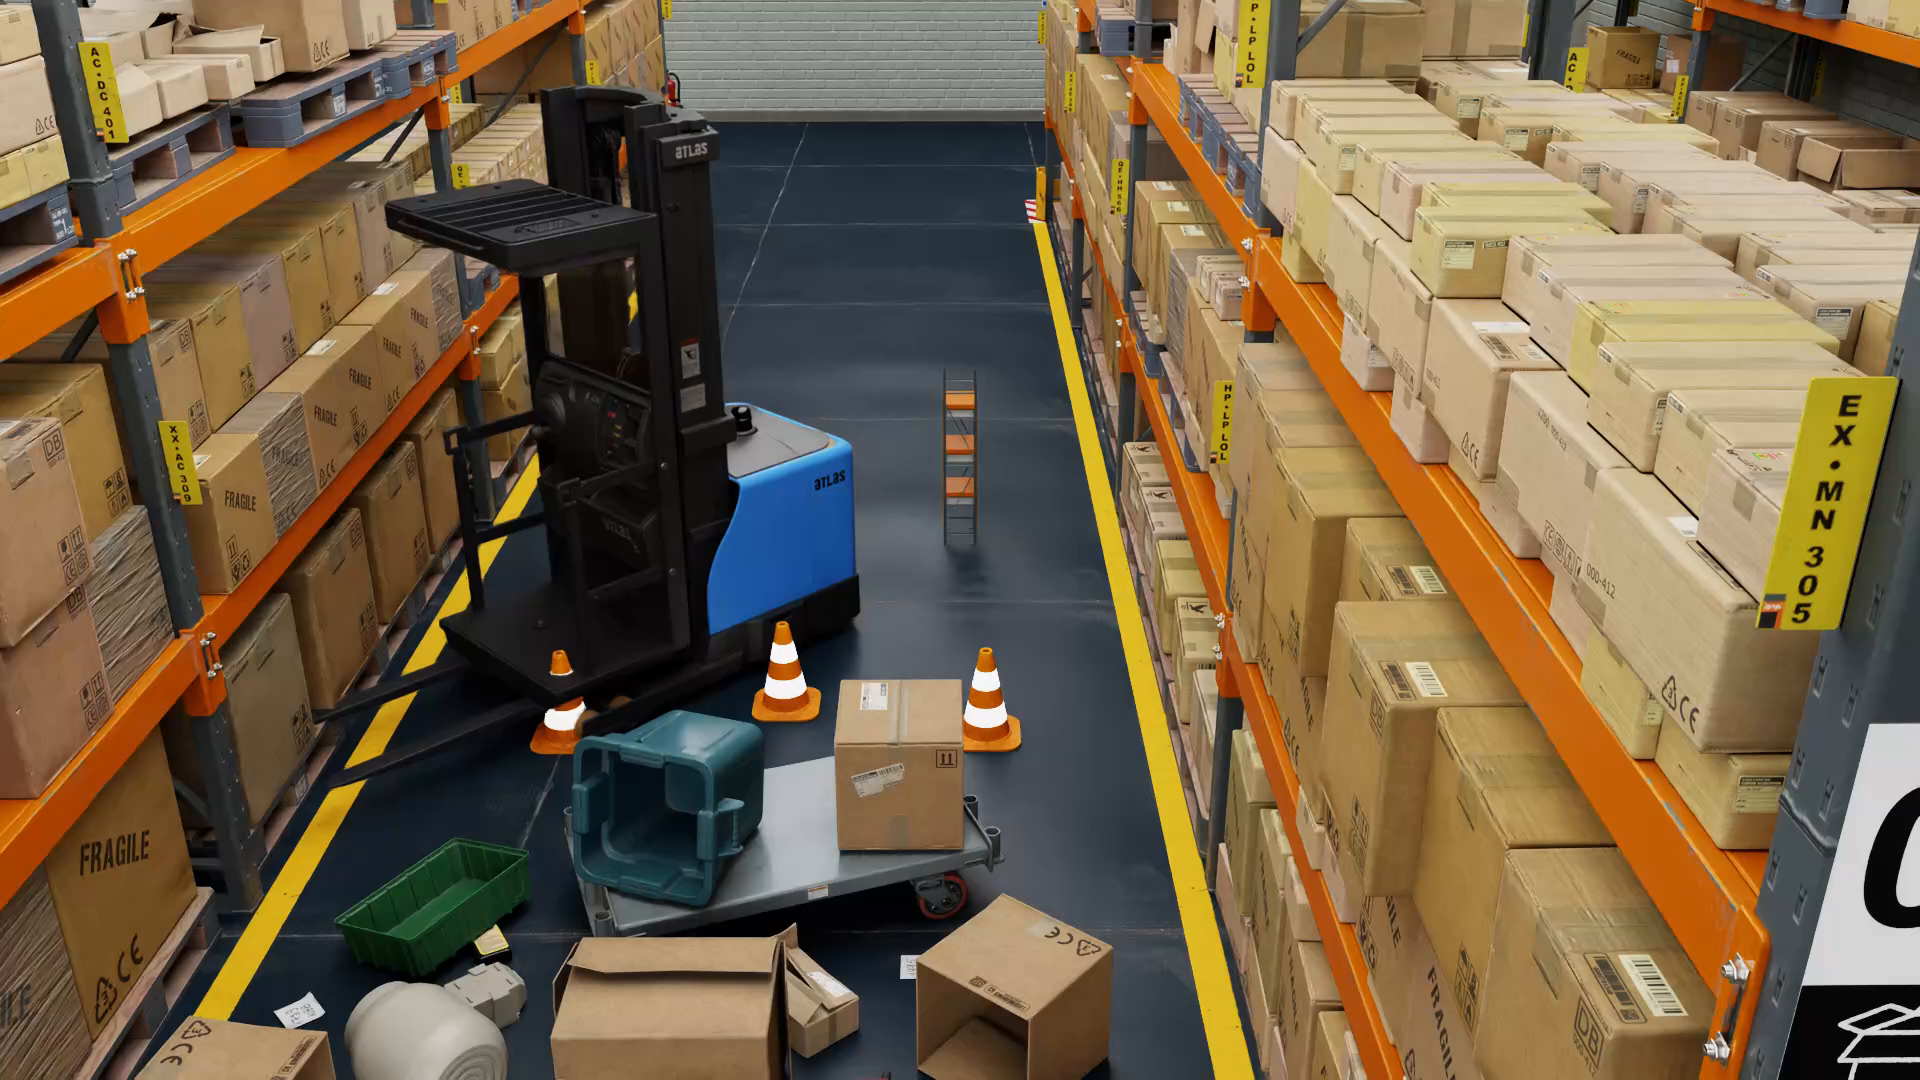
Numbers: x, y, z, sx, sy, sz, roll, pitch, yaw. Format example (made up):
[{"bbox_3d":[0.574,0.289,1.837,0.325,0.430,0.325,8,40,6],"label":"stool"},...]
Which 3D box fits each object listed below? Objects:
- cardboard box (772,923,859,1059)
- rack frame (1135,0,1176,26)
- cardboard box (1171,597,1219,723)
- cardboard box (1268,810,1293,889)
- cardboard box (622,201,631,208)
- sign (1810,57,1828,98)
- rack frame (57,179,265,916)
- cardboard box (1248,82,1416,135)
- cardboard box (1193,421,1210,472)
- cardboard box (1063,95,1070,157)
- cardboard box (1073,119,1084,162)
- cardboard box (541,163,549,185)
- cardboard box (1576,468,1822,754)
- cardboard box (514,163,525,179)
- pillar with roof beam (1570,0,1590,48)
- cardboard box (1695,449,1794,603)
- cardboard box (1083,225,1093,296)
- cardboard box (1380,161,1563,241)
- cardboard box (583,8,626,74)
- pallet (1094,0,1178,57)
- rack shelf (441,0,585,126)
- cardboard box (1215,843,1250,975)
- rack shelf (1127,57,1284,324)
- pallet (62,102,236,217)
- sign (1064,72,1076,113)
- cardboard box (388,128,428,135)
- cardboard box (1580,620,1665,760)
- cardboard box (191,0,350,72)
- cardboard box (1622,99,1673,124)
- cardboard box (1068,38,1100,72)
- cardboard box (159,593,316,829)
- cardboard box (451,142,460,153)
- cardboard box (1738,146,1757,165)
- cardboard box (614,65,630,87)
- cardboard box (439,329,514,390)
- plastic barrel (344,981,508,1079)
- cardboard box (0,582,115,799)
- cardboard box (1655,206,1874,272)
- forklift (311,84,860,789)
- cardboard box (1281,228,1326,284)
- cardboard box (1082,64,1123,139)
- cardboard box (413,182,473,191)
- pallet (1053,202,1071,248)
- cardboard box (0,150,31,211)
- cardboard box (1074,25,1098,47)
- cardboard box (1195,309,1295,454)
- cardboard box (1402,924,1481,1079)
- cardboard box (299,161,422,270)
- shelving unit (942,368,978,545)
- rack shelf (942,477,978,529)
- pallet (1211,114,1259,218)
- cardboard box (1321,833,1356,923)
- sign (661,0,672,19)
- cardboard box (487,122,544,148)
[{"bbox_3d":[-0.596,1.680,6.214,0.258,0.266,0.396,-19,31,-36],"label":"cardboard box"},{"bbox_3d":[1.498,-4.293,8.822,1.000,3.000,0.127,0,24,-1],"label":"rack frame"},{"bbox_3d":[1.522,0.582,8.002,0.950,0.372,0.625,1,24,3],"label":"cardboard box"},{"bbox_3d":[1.227,1.021,5.483,0.380,0.149,0.250,1,24,1],"label":"cardboard box"},{"bbox_3d":[-3.282,-3.094,15.680,0.380,0.149,0.250,0,24,0],"label":"cardboard box"},{"bbox_3d":[6.973,-3.763,13.525,0.100,0.325,0.005,0,24,-1],"label":"sign"},{"bbox_3d":[-3.407,0.153,6.272,1.000,3.000,0.127,0,24,-1],"label":"rack frame"},{"bbox_3d":[1.390,-1.641,6.271,0.500,0.250,0.500,-1,24,-2],"label":"cardboard box"},{"bbox_3d":[1.236,-0.414,7.320,0.380,0.149,0.250,-1,24,-1],"label":"cardboard box"},{"bbox_3d":[1.182,-3.655,14.571,0.500,0.500,0.500,-1,24,-2],"label":"cardboard box"},{"bbox_3d":[1.177,-3.185,13.227,0.500,0.250,0.500,-1,24,-2],"label":"cardboard box"},{"bbox_3d":[-3.285,-2.745,12.474,0.380,0.149,0.250,-1,24,-3],"label":"cardboard box"},{"bbox_3d":[1.310,0.093,2.584,0.500,0.250,0.500,-1,24,-1],"label":"cardboard box"},{"bbox_3d":[-3.278,-2.550,11.682,0.380,0.149,0.250,1,24,1],"label":"cardboard box"},{"bbox_3d":[2.941,-8.709,18.586,9.100,9.000,0.400,0,24,-1],"label":"pillar with roof beam"},{"bbox_3d":[1.286,-0.017,2.344,0.380,0.149,0.250,0,24,0],"label":"cardboard box"},{"bbox_3d":[1.555,-2.491,14.717,0.875,0.438,0.875,-1,24,-1],"label":"cardboard box"},{"bbox_3d":[1.288,-0.859,4.207,0.380,0.149,0.250,-1,24,-1],"label":"cardboard box"},{"bbox_3d":[-3.251,-4.389,14.618,0.500,0.500,0.500,0,24,0],"label":"cardboard box"},{"bbox_3d":[1.438,-3.105,10.065,1.213,0.211,1.003,1,24,2],"label":"pallet"},{"bbox_3d":[-3.473,-3.359,11.269,1.077,0.370,4.000,0,24,-1],"label":"rack shelf"},{"bbox_3d":[1.278,1.395,6.354,0.500,0.250,0.500,-1,24,-3],"label":"cardboard box"},{"bbox_3d":[1.520,-1.774,7.766,1.077,0.370,4.000,0,24,-1],"label":"rack shelf"},{"bbox_3d":[-3.466,-1.504,6.529,0.805,0.209,1.217,-1,24,-3],"label":"pallet"},{"bbox_3d":[0.899,-3.635,13.501,0.100,0.325,0.005,0,24,-1],"label":"sign"},{"bbox_3d":[-3.937,-2.899,12.092,0.380,0.149,0.250,0,24,-1],"label":"cardboard box"},{"bbox_3d":[1.266,0.237,2.752,0.380,0.149,0.250,0,24,0],"label":"cardboard box"},{"bbox_3d":[-3.152,-2.430,7.590,0.500,0.500,0.500,0,24,-1],"label":"cardboard box"},{"bbox_3d":[6.148,-3.714,14.643,0.500,0.250,0.500,0,24,0],"label":"cardboard box"},{"bbox_3d":[1.173,-3.902,13.903,0.500,0.500,0.500,0,24,-1],"label":"cardboard box"},{"bbox_3d":[-3.504,0.731,7.214,1.050,0.750,0.750,0,24,-1],"label":"cardboard box"},{"bbox_3d":[-3.939,-2.872,12.394,0.380,0.149,0.250,-1,24,-3],"label":"cardboard box"},{"bbox_3d":[6.049,-2.787,12.427,0.396,0.266,0.258,1,24,2],"label":"cardboard box"},{"bbox_3d":[-3.230,-3.942,14.843,0.500,0.500,0.500,-1,24,-2],"label":"cardboard box"},{"bbox_3d":[-3.216,-1.175,10.822,0.500,0.250,0.500,-1,24,-3],"label":"cardboard box"},{"bbox_3d":[-1.861,1.787,5.785,0.512,0.421,0.421,19,30,35],"label":"plastic barrel"},{"bbox_3d":[-3.362,0.463,5.405,0.875,0.550,0.550,0,24,-1],"label":"cardboard box"},{"bbox_3d":[1.800,-0.653,3.751,0.380,0.149,0.250,0,24,1],"label":"cardboard box"},{"bbox_3d":[-1.945,-0.583,7.983,1.130,2.935,3.031,22,32,40],"label":"forklift"},{"bbox_3d":[1.244,-0.926,5.322,0.380,0.149,0.250,0,24,-1],"label":"cardboard box"},{"bbox_3d":[1.205,-3.317,12.609,0.500,0.500,0.500,0,24,-1],"label":"cardboard box"},{"bbox_3d":[-3.268,-2.146,10.427,0.380,0.149,0.250,-1,24,-2],"label":"cardboard box"},{"bbox_3d":[1.498,-3.256,17.194,1.003,0.211,1.213,0,24,-1],"label":"pallet"},{"bbox_3d":[-3.080,-1.084,5.041,0.380,0.149,0.250,0,24,0],"label":"cardboard box"},{"bbox_3d":[1.133,-4.130,13.620,0.380,0.149,0.250,-1,24,-2],"label":"cardboard box"},{"bbox_3d":[1.300,-0.677,7.116,0.500,0.500,0.500,0,24,0],"label":"cardboard box"},{"bbox_3d":[1.303,1.127,3.636,0.500,0.500,0.500,0,24,0],"label":"cardboard box"},{"bbox_3d":[-3.456,-1.812,9.281,0.700,0.500,0.500,0,24,-1],"label":"cardboard box"},{"bbox_3d":[-0.001,-0.500,10.082,0.215,1.050,0.252,0,24,-1],"label":"shelving unit"},{"bbox_3d":[-0.001,-0.238,10.201,0.215,0.259,0.240,0,24,-1],"label":"rack shelf"},{"bbox_3d":[1.641,-1.447,6.398,1.213,0.211,1.003,0,24,-1],"label":"pallet"},{"bbox_3d":[1.260,0.965,4.780,0.380,0.149,0.250,0,24,-1],"label":"cardboard box"},{"bbox_3d":[-2.983,-5.458,16.889,0.100,0.325,0.005,0,24,-1],"label":"sign"},{"bbox_3d":[-3.287,-3.002,12.321,0.380,0.149,0.250,0,24,-1],"label":"cardboard box"}]
